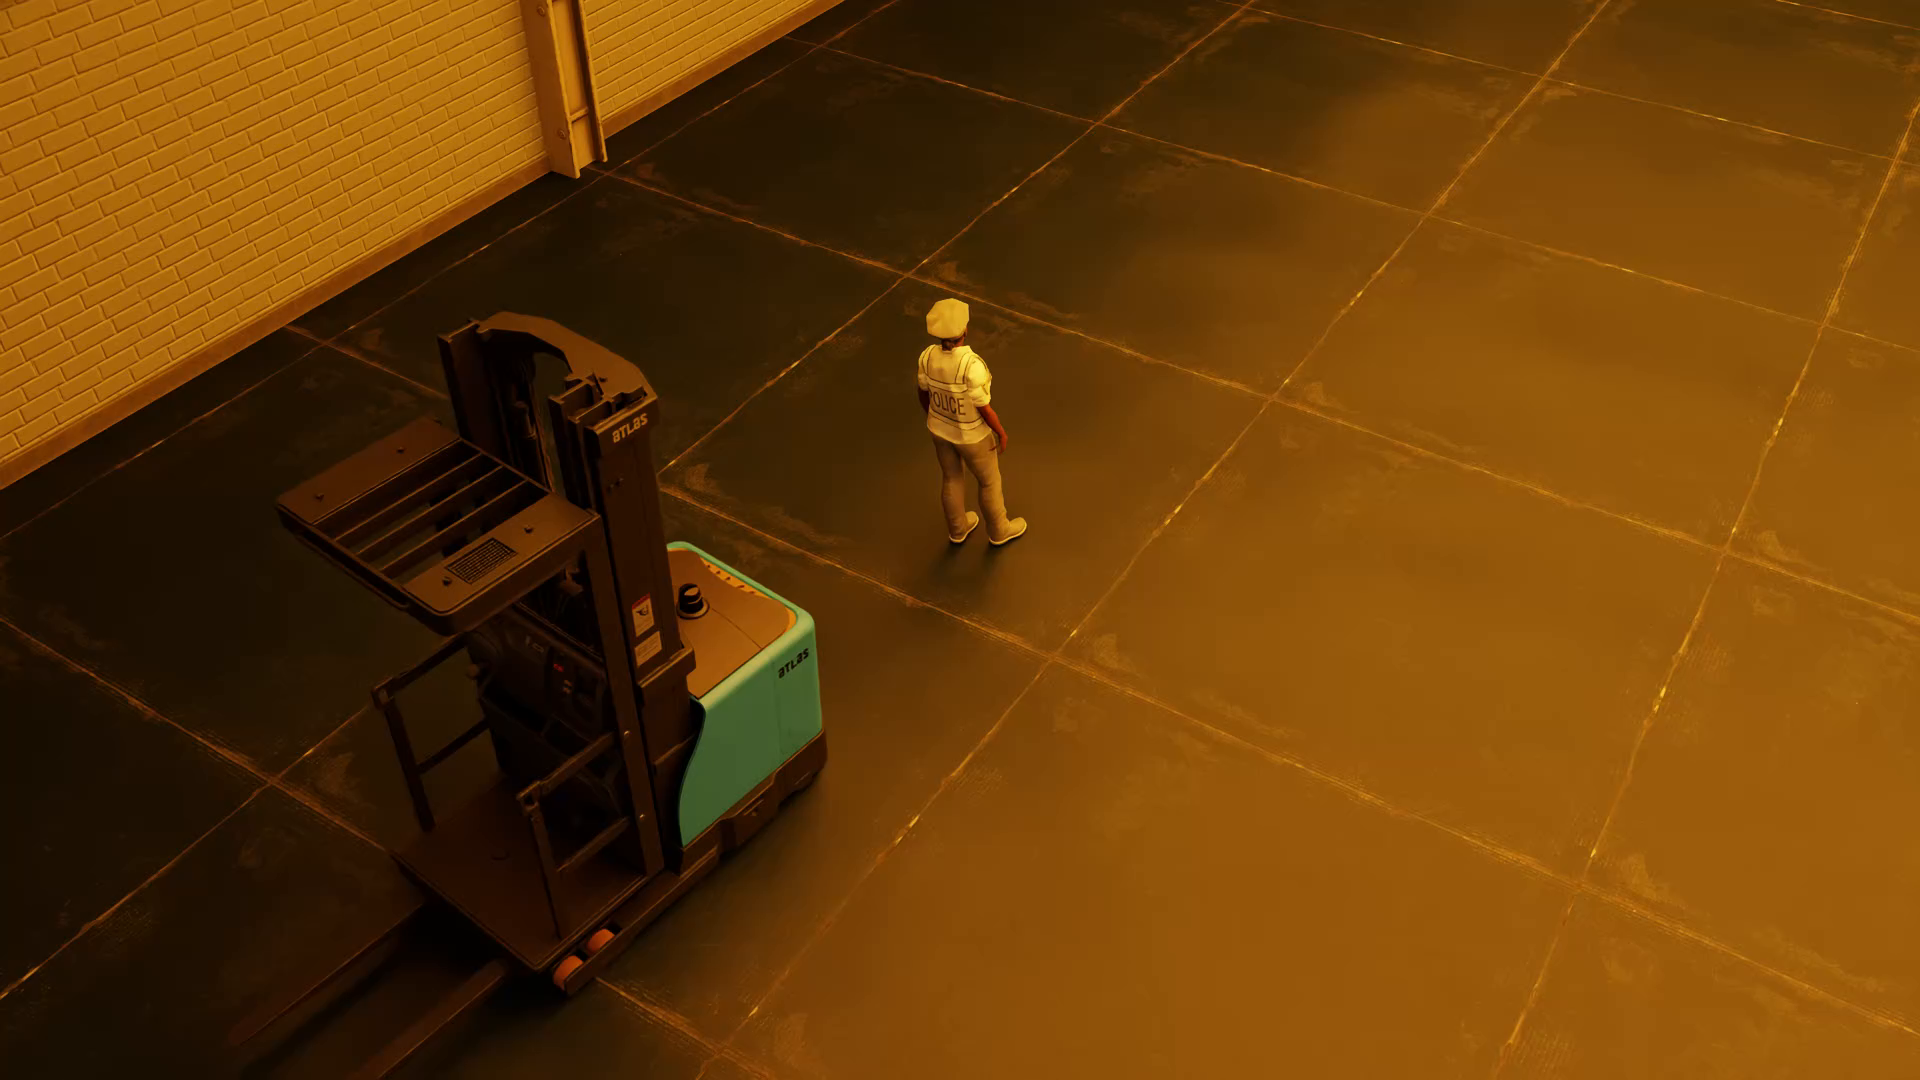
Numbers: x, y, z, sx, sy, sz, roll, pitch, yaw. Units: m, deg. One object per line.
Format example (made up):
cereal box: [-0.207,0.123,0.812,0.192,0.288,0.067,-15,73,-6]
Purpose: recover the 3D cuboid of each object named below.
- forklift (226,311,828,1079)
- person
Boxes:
forklift: [-2.016,0.619,7.237,1.130,2.935,3.031,28,47,29]
person: [0.066,-0.682,9.717,0.548,1.694,0.530,22,45,24]
